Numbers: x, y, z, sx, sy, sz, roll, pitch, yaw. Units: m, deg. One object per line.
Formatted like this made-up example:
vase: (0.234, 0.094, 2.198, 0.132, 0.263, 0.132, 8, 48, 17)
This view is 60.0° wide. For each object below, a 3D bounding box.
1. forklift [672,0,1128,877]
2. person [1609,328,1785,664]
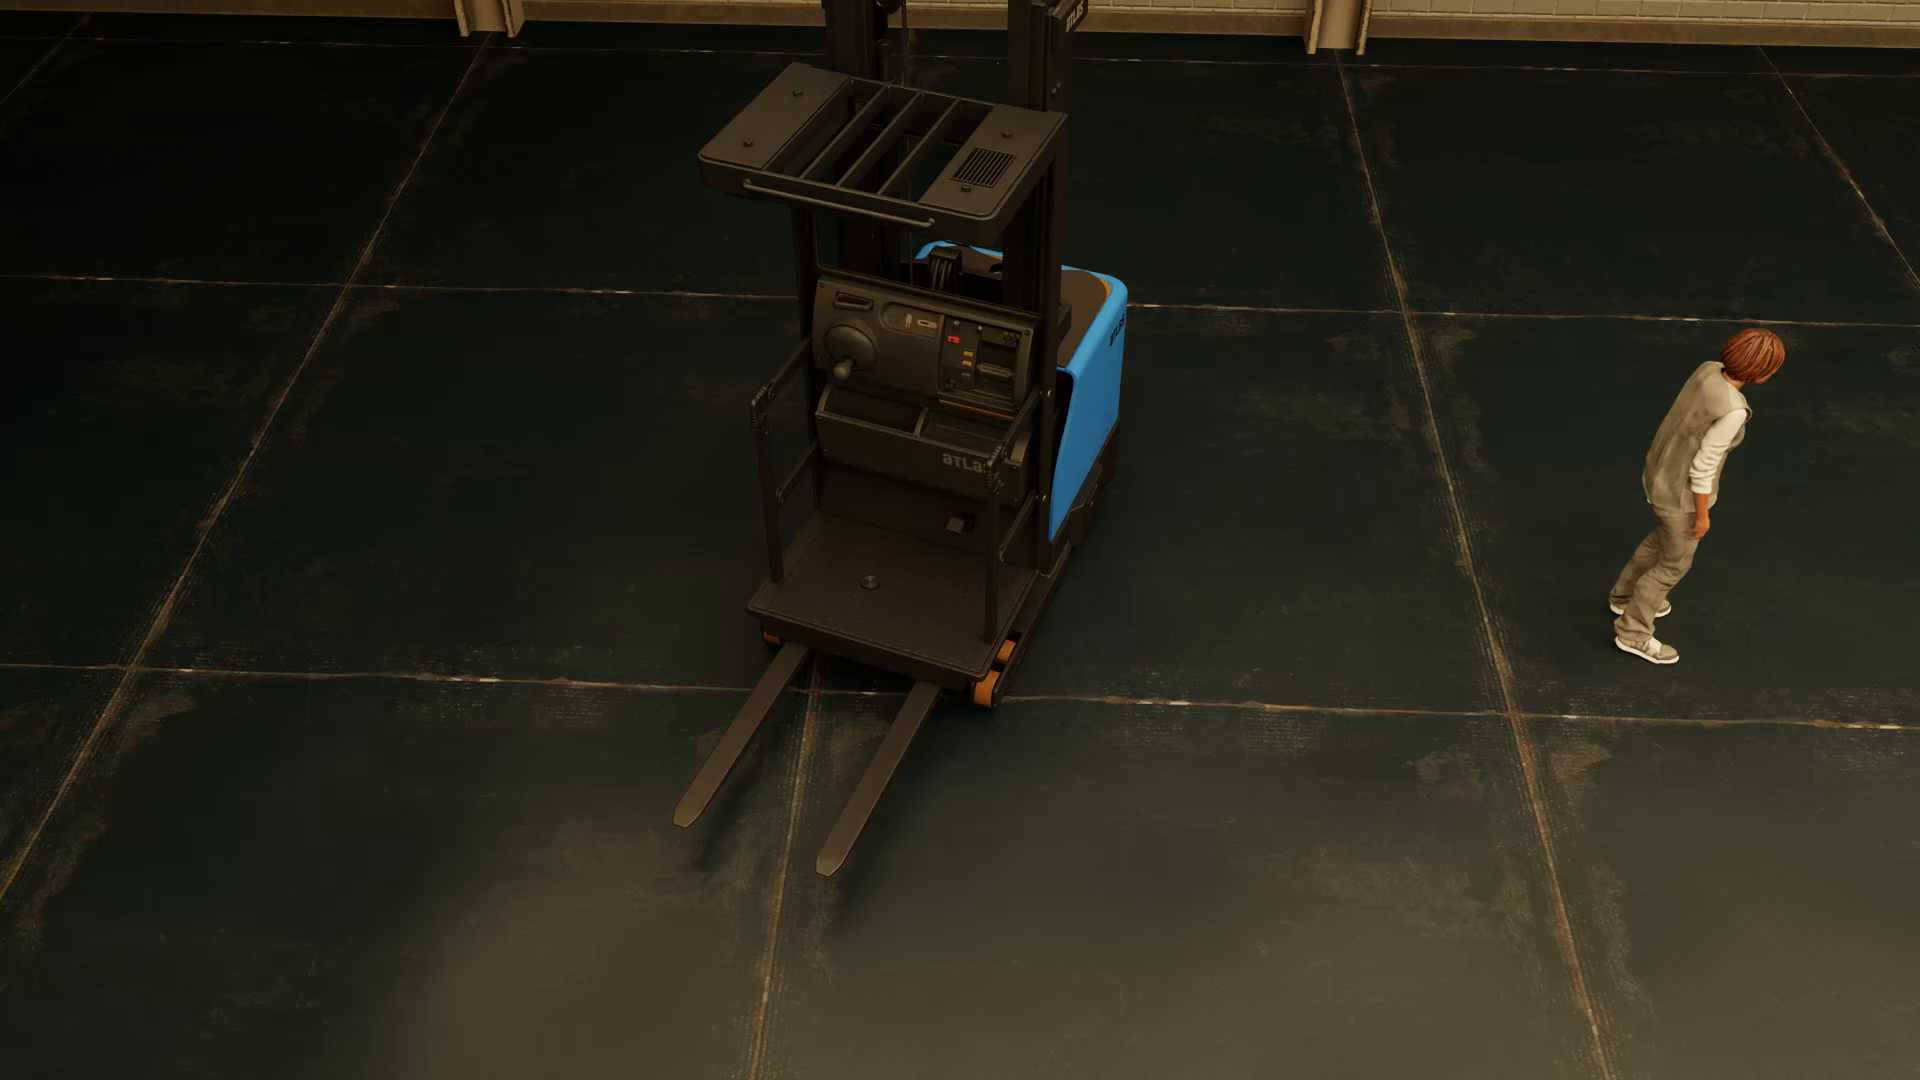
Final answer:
forklift: (-0.234, -0.691, 6.499, 1.130, 2.935, 3.031, 15, 45, 16)
person: (3.037, -0.205, 6.961, 0.347, 1.592, 0.482, 6, 43, 6)
